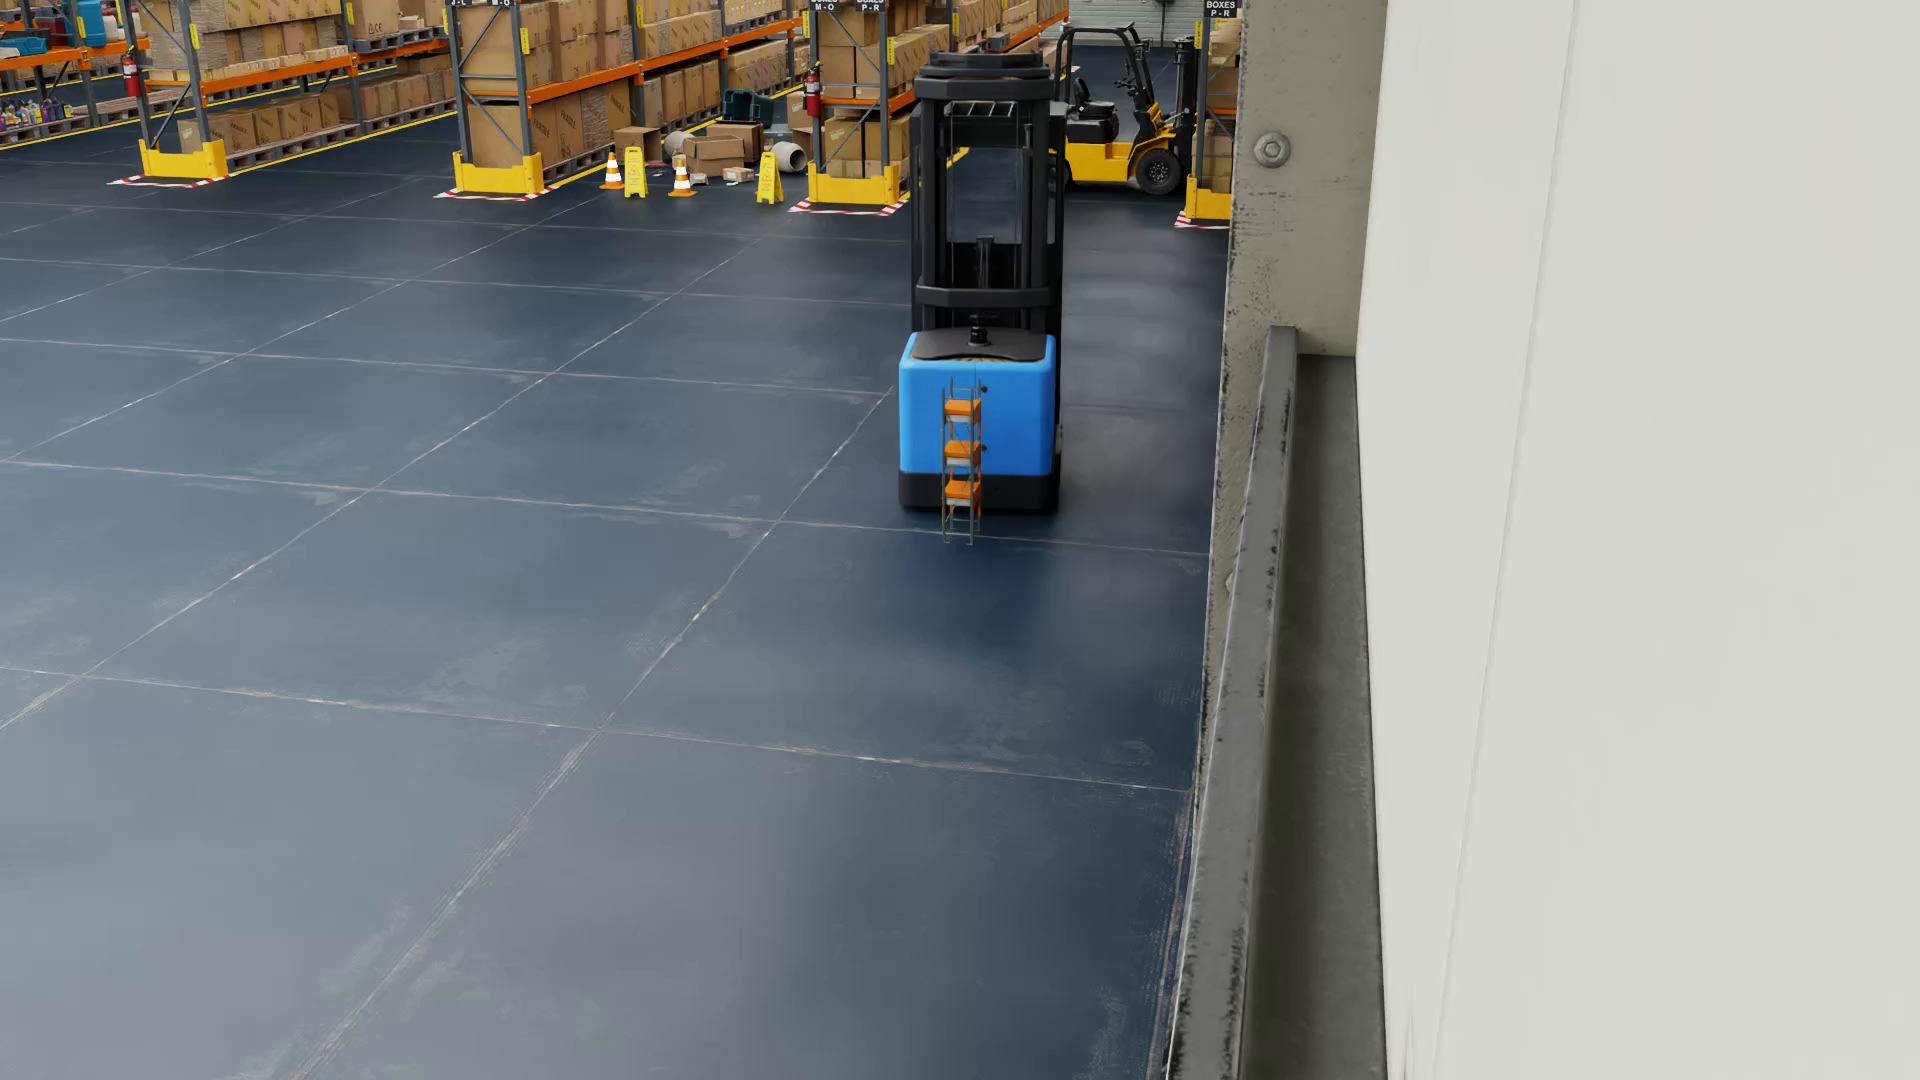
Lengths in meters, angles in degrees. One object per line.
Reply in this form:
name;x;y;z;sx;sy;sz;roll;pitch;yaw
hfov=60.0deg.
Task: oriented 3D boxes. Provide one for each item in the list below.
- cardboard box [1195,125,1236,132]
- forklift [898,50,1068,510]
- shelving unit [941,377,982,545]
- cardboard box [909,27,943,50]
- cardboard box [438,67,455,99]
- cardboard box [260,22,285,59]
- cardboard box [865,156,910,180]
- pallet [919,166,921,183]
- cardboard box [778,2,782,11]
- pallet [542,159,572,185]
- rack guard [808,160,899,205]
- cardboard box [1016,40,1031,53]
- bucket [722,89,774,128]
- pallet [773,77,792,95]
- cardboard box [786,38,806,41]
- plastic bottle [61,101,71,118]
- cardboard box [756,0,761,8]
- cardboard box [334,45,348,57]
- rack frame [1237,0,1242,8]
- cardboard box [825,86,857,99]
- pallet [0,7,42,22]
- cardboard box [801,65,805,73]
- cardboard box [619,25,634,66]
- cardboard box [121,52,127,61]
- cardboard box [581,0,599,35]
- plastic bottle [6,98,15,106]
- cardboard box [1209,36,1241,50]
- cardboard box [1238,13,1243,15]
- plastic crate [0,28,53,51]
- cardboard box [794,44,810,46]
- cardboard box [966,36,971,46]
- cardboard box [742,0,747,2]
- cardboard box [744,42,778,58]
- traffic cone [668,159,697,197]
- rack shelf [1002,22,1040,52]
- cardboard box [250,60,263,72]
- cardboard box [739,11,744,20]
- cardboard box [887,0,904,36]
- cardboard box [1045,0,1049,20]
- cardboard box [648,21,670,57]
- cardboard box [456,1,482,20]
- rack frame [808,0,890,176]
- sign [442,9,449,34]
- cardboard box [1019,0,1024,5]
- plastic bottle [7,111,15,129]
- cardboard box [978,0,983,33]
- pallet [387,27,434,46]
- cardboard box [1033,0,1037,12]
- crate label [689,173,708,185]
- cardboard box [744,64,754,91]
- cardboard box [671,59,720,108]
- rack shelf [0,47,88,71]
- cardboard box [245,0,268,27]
cardboard box;3.331;-5.234;21.628;0.500;0.250;0.500;5;22;12
forklift;0.210;-2.070;12.086;1.130;2.935;3.031;2;22;4
shelving unit;0.011;-0.507;10.721;0.215;1.050;0.252;4;22;11
cardboard box;-0.545;-7.125;24.013;0.500;0.500;0.500;5;23;13
cardboard box;-9.602;-8.327;30.287;0.700;0.500;0.500;3;22;8
cardboard box;-10.736;-7.541;25.044;0.875;0.500;0.500;4;22;11
cardboard box;-0.981;-5.041;22.489;0.500;0.250;0.500;4;22;10
pallet;-0.949;-5.322;23.799;1.003;0.211;1.213;4;22;11
cardboard box;-3.721;-10.495;32.686;0.380;0.149;0.250;4;22;10
pallet;-6.196;-5.193;23.481;1.003;0.211;1.213;4;22;11
rack guard;-1.400;-4.716;21.910;1.175;0.500;0.348;4;22;11
cardboard box;0.808;-8.882;31.189;0.875;0.875;0.875;5;22;12
bucket;-3.237;-6.613;25.619;0.726;0.611;0.620;13;15;29
pallet;-3.991;-8.999;32.930;1.003;0.211;1.213;4;22;11
cardboard box;-3.572;-10.830;36.202;0.380;0.149;0.250;4;22;11
plastic bottle;-14.925;-7.187;27.745;0.061;0.283;0.133;6;23;14
cardboard box;-3.987;-10.150;31.432;0.380;0.149;0.250;5;22;11
cardboard box;-10.057;-7.849;26.678;0.380;0.149;0.250;4;22;11
rack frame;5.077;-8.397;27.702;1.000;3.000;0.127;4;22;11
cardboard box;-1.549;-5.885;21.801;0.380;0.149;0.250;5;23;13
pallet;-19.112;-10.450;33.057;1.213;0.211;1.003;4;22;11
cardboard box;-3.391;-9.656;34.082;0.380;0.149;0.250;5;22;13
cardboard box;-5.530;-7.585;25.486;0.875;0.550;0.550;4;22;11
cardboard box;-18.186;-10.591;35.908;0.500;0.500;0.500;4;22;11
cardboard box;-5.818;-7.693;24.307;0.875;0.550;0.550;4;22;11
plastic bottle;-15.721;-7.156;27.578;0.144;0.351;0.185;5;22;12
cardboard box;3.358;-6.294;21.080;0.380;0.149;0.250;5;22;12
cardboard box;4.580;-8.266;26.374;0.380;0.149;0.250;5;22;11
plastic crate;-15.381;-8.233;27.380;0.767;0.338;0.504;4;22;11
cardboard box;-3.305;-10.318;34.930;0.380;0.149;0.250;4;22;9
cardboard box;-0.042;-7.858;26.139;0.380;0.149;0.250;5;22;12
cardboard box;-4.151;-10.007;30.677;0.380;0.149;0.250;6;23;13
cardboard box;-3.856;-9.482;32.176;0.500;0.250;0.500;6;23;13
traffic cone;-3.747;-4.887;22.384;0.336;0.463;0.334;4;22;11
rack shelf;0.625;-9.172;30.589;1.077;0.370;4.000;4;22;11
cardboard box;-10.577;-7.031;24.647;0.380;0.149;0.250;4;22;11
cardboard box;-4.198;-9.636;30.554;0.380;0.149;0.250;5;23;13
cardboard box;-1.174;-7.250;22.986;0.700;0.500;0.500;4;22;11
cardboard box;1.492;-10.619;33.085;0.500;0.500;0.500;5;22;11
cardboard box;-4.993;-8.054;26.718;0.500;0.500;0.500;5;22;11
cardboard box;-9.119;-9.733;30.885;0.500;0.500;0.500;5;22;12
rack frame;-1.416;-5.848;21.374;1.000;3.000;0.127;4;22;11
sign;-6.811;-6.882;22.074;0.100;0.325;0.005;4;22;11
cardboard box;0.875;-10.000;30.211;0.500;0.500;0.500;5;22;12
plastic bottle;-15.201;-6.721;26.604;0.097;0.271;0.097;0;22;0
cardboard box;0.087;-8.391;26.595;0.500;0.500;0.500;4;22;9
pallet;-9.849;-8.713;28.745;1.003;0.211;1.213;4;22;11
cardboard box;1.181;-10.219;31.759;0.500;0.250;0.500;4;22;11
crate label;-3.647;-5.028;23.170;0.250;0.136;0.298;-7;23;-17
cardboard box;-4.157;-8.573;30.923;0.500;0.500;0.500;5;22;12
cardboard box;-4.862;-8.050;29.290;1.050;0.750;0.750;4;22;10
rack shelf;-15.558;-7.379;26.138;1.077;0.370;4.000;4;22;11
cardboard box;-10.529;-7.797;24.343;0.500;0.500;0.500;4;22;11
